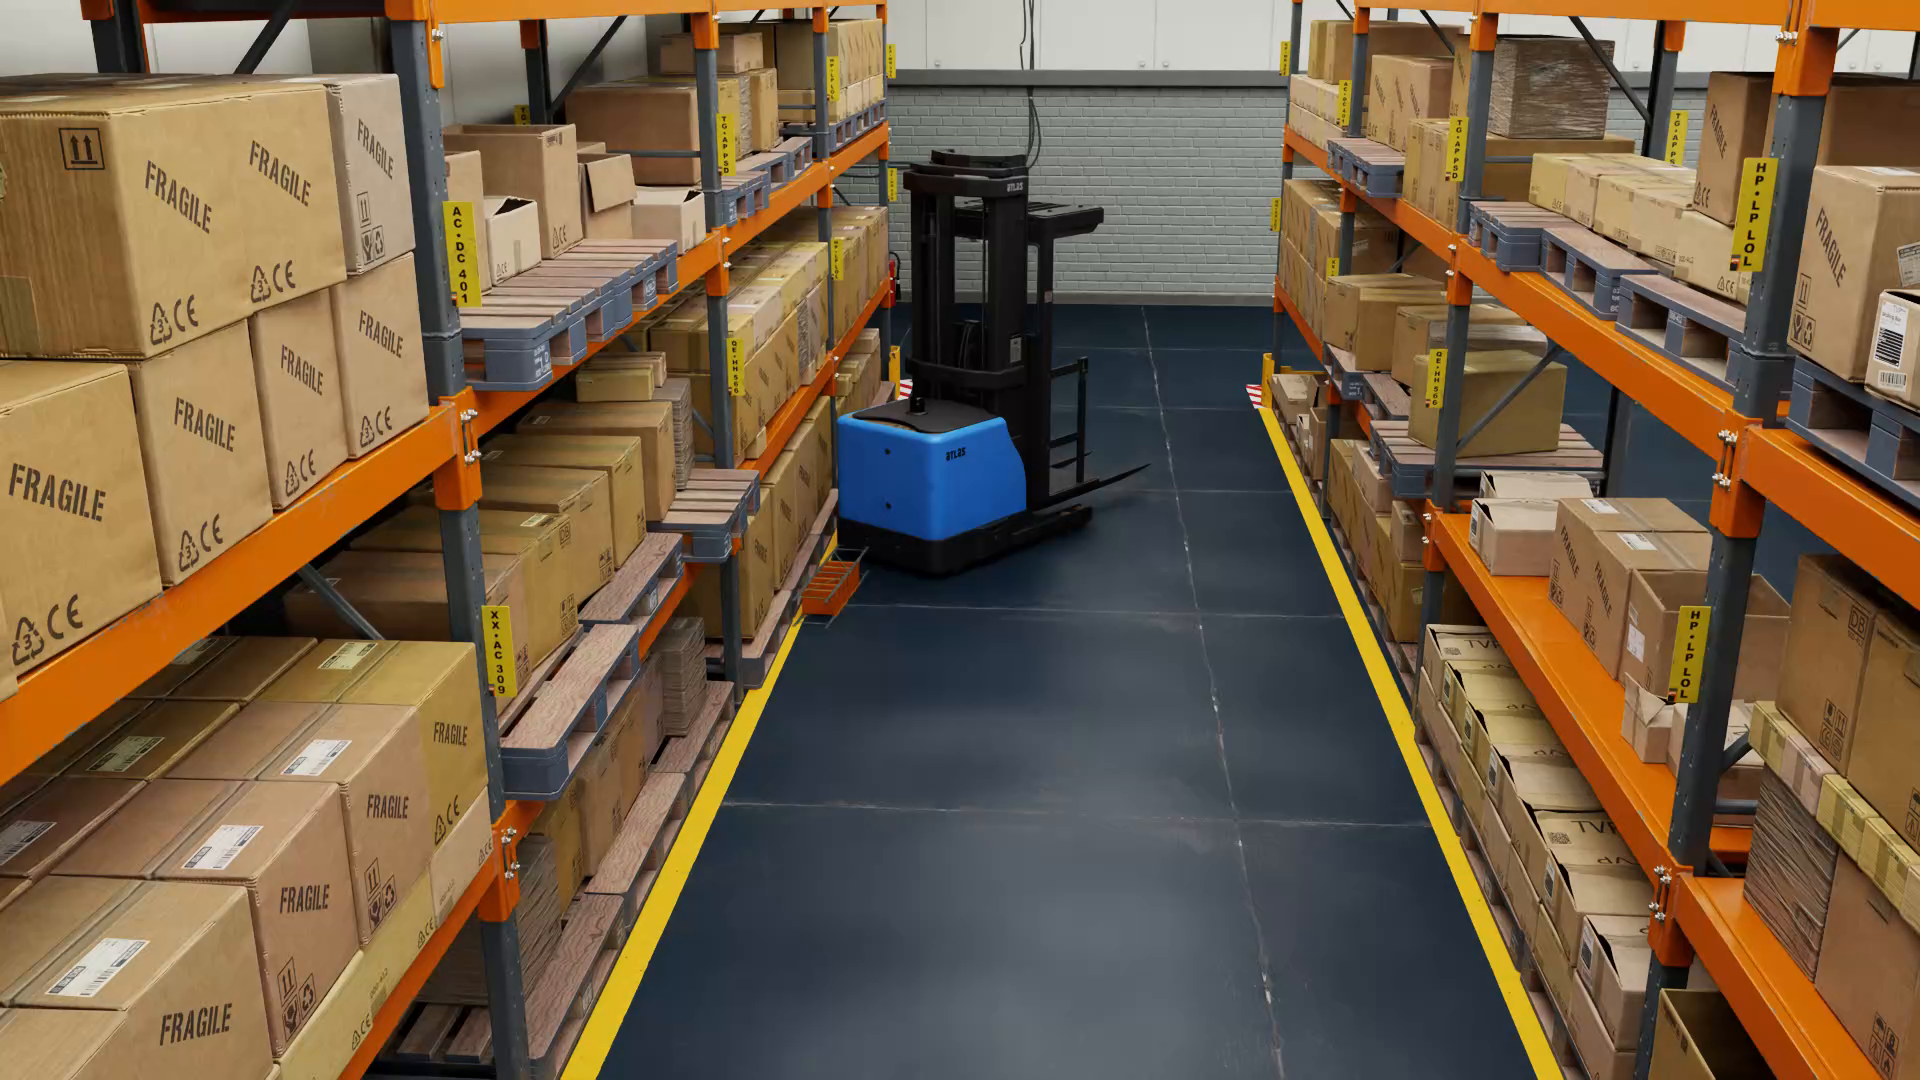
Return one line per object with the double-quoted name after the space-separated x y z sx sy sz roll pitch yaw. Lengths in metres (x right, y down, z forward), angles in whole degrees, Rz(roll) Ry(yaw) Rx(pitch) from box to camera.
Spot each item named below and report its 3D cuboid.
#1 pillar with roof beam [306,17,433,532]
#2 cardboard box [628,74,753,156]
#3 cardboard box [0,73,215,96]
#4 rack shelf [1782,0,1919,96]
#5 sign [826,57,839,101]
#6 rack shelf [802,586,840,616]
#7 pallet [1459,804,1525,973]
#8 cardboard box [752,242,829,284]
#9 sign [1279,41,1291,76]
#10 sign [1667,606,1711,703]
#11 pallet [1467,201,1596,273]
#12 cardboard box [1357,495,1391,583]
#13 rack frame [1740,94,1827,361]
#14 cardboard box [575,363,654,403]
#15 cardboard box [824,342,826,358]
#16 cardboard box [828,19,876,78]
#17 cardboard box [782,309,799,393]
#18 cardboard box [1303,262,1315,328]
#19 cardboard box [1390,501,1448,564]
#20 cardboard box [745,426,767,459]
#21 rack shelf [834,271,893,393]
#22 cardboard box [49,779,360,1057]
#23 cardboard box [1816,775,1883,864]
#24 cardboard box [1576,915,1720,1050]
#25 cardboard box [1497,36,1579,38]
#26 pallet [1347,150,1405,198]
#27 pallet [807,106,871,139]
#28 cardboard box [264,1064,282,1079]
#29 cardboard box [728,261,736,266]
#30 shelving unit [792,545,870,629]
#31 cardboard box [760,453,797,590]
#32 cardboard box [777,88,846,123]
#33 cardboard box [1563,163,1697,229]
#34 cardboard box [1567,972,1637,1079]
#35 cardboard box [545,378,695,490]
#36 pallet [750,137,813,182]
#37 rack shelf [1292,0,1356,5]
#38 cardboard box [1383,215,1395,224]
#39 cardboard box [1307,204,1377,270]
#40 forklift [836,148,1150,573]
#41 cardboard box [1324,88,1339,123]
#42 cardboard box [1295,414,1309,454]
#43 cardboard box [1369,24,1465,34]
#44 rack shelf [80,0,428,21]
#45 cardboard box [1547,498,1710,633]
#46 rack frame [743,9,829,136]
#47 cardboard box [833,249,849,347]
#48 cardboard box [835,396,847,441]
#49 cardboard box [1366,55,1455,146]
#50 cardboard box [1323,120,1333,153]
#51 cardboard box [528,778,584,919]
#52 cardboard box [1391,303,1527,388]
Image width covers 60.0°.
1.536 -2.836 7.128 9.100 9.000 0.400 1 18 4 "pillar with roof beam"
-1.763 -2.791 10.940 0.700 0.500 0.500 1 18 4 "cardboard box"
-2.409 -1.036 4.651 0.500 0.500 0.500 2 18 5 "cardboard box"
2.709 -0.812 2.748 1.077 0.370 4.000 1 18 4 "rack shelf"
-0.974 -3.520 12.696 0.100 0.325 0.005 1 18 4 "sign"
-0.951 0.412 11.355 0.258 0.180 0.103 3 18 10 "rack shelf"
2.951 1.601 7.698 1.003 0.211 1.213 1 18 4 "pallet"
-1.294 -2.112 12.678 0.500 0.250 0.500 2 18 5 "cardboard box"
3.171 -4.694 16.211 0.100 0.325 0.005 1 18 4 "sign"
2.310 0.364 5.263 0.100 0.325 0.005 1 18 4 "sign"
3.179 -1.480 8.108 1.213 0.211 1.003 2 18 6 "pallet"
3.041 0.002 11.406 0.500 0.500 0.500 1 18 2 "cardboard box"
2.852 -1.965 4.469 1.000 3.000 0.127 1 18 4 "rack frame"
-1.805 -0.823 8.708 0.380 0.149 0.250 -2 18 -5 "cardboard box"
-1.257 -1.487 13.016 0.380 0.149 0.250 1 18 4 "cardboard box"
-1.056 -4.520 15.284 0.500 0.500 0.500 2 18 6 "cardboard box"
-1.399 -1.288 11.367 0.500 0.500 0.500 2 18 5 "cardboard box"
3.276 -2.127 14.437 0.500 0.500 0.500 2 18 5 "cardboard box"
2.972 -0.048 10.355 0.500 0.250 0.500 2 18 6 "cardboard box"
-1.417 -0.612 10.345 0.380 0.149 0.250 2 18 6 "cardboard box"
-1.372 -1.988 15.328 1.077 0.370 4.000 1 18 4 "rack shelf"
-1.891 0.947 4.221 0.500 0.500 0.500 1 18 2 "cardboard box"
2.605 0.767 4.562 0.380 0.149 0.250 1 18 2 "cardboard box"
2.595 1.594 6.082 0.500 0.311 0.500 1 18 4 "cardboard box"
3.213 -2.599 9.453 0.500 0.500 0.500 1 18 4 "cardboard box"
3.238 -2.412 10.952 1.213 0.211 1.003 1 18 4 "pallet"
-1.356 -3.724 14.795 1.003 0.211 1.213 1 18 4 "pallet"
-1.920 1.459 3.861 0.500 0.250 0.500 1 18 4 "cardboard box"
-1.870 -1.808 11.748 0.500 0.250 0.500 1 18 2 "cardboard box"
-0.892 0.315 11.649 0.258 0.189 1.200 3 18 10 "shelving unit"
-1.550 -0.142 11.316 0.750 0.750 0.750 1 18 4 "cardboard box"
-1.203 -3.518 13.432 0.500 0.250 0.500 1 18 4 "cardboard box"
3.143 -1.605 7.753 0.500 0.250 0.500 2 18 5 "cardboard box"
2.593 1.857 6.179 0.500 0.250 0.500 1 18 3 "cardboard box"
-1.826 -0.577 8.998 0.700 0.500 0.500 -1 18 -3 "cardboard box"
-1.532 -2.757 12.010 0.805 0.209 1.217 1 18 2 "pallet"
3.569 -4.728 14.060 1.077 0.370 4.000 1 18 4 "rack shelf"
3.777 -2.422 13.731 0.500 0.500 0.500 1 18 2 "cardboard box"
3.274 -2.600 14.275 0.500 0.500 0.500 1 18 4 "cardboard box"
0.400 -1.542 12.923 1.130 2.935 3.031 15 23 37 "forklift"
3.229 -3.503 13.417 0.500 0.250 0.500 1 18 4 "cardboard box"
3.237 -0.947 14.606 0.500 0.311 0.500 1 18 4 "cardboard box"
3.600 -3.851 13.275 0.700 0.500 0.500 1 18 4 "cardboard box"
-2.232 -1.110 3.020 1.077 0.370 4.000 1 18 4 "rack shelf"
3.035 0.117 7.587 0.500 0.500 0.500 0 18 1 "cardboard box"
-1.516 -4.559 12.386 1.000 3.000 0.127 1 18 4 "rack frame"
-1.460 -2.019 13.786 0.980 0.700 0.700 2 18 5 "cardboard box"
-1.360 -0.950 14.345 0.700 0.500 0.500 2 18 5 "cardboard box"
3.316 -3.164 11.950 0.600 0.600 0.600 0 18 -1 "cardboard box"
3.242 -3.265 13.494 0.500 0.250 0.500 1 18 4 "cardboard box"
-2.066 1.364 7.250 0.700 0.500 0.500 1 18 3 "cardboard box"
3.361 -1.296 11.226 0.700 0.500 0.500 -3 18 -10 "cardboard box"
